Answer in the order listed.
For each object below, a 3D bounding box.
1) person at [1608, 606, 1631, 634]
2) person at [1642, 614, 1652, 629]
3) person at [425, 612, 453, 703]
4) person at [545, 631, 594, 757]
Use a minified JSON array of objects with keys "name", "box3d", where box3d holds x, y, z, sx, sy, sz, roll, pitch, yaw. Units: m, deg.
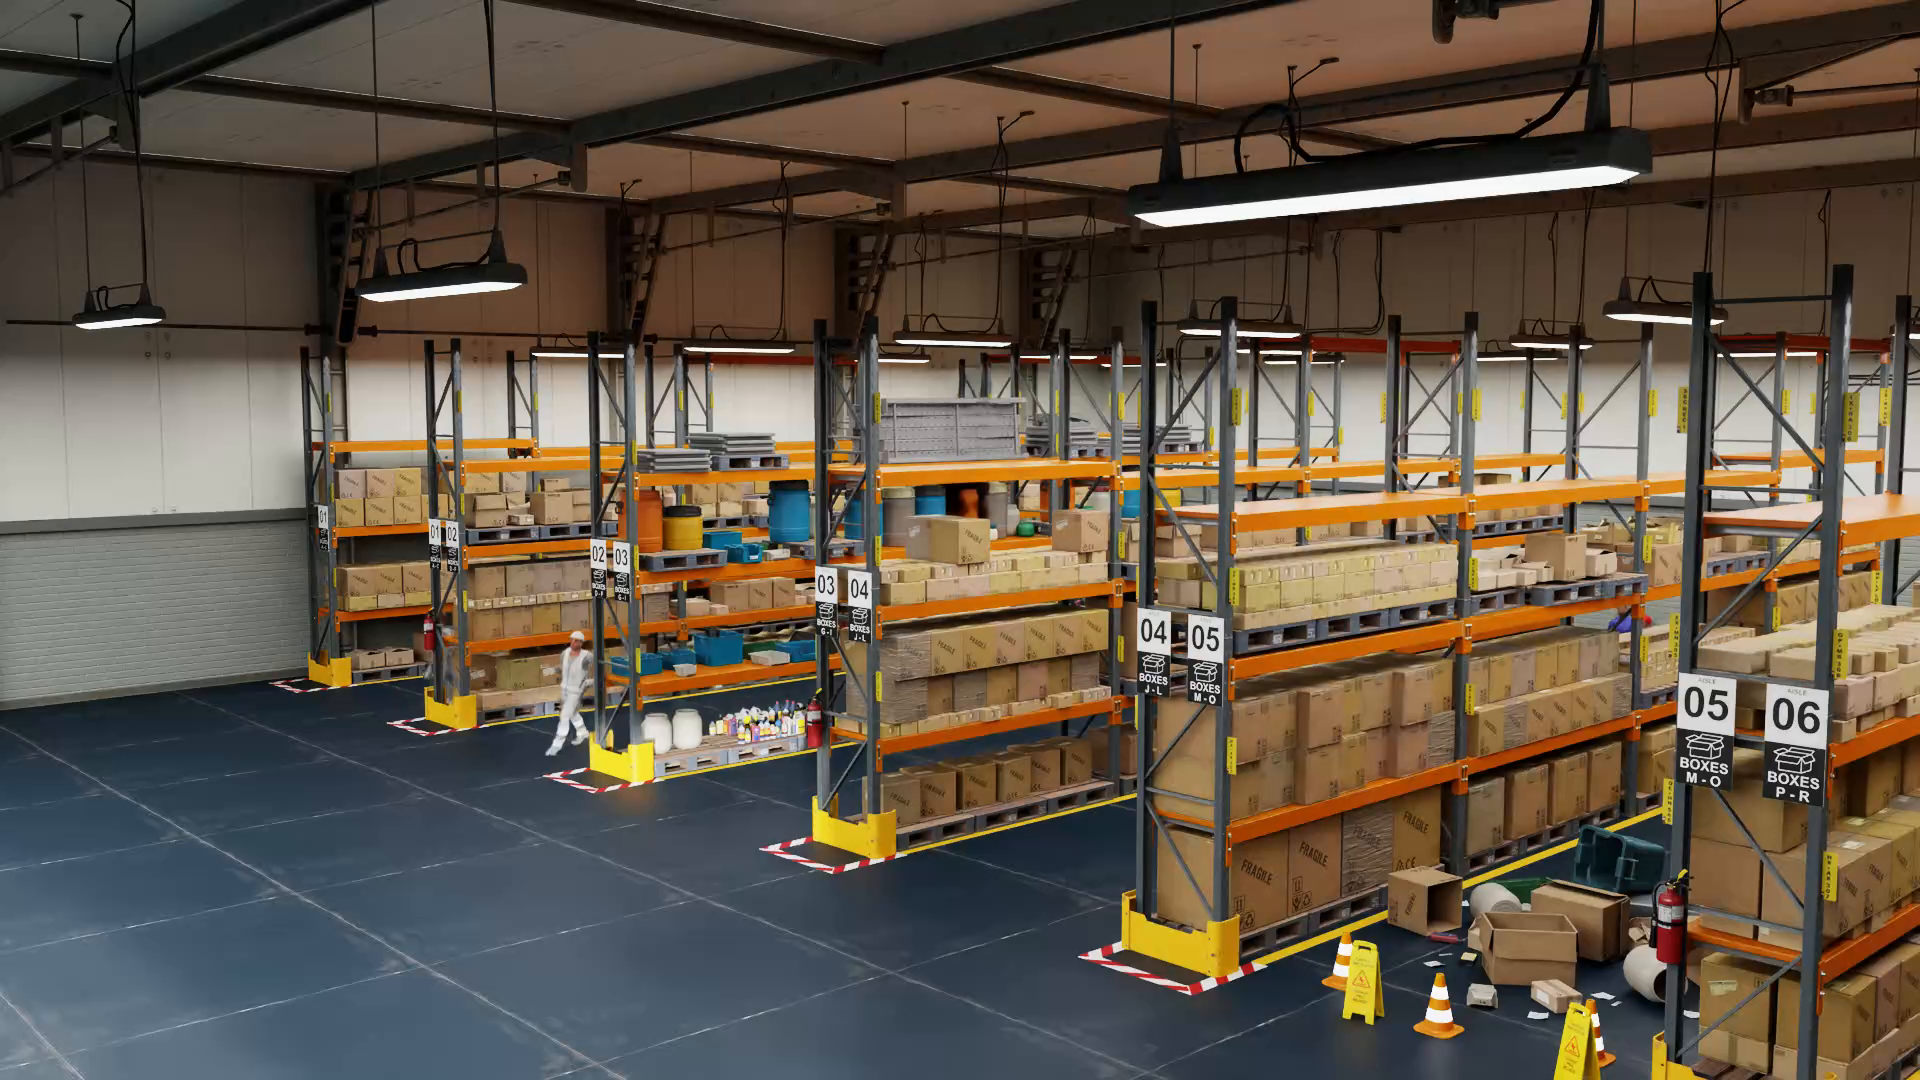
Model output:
[{"name":"person","box3d":[11.324,1.897,28.304,0.587,1.595,0.569,2,5,21]},{"name":"person","box3d":[10.474,2.053,25.421,0.779,1.851,0.616,-4,6,-35]},{"name":"person","box3d":[-8.611,1.964,27.502,0.544,1.558,0.575,3,6,35]},{"name":"person","box3d":[-5.508,2.181,23.890,0.668,1.791,0.851,3,6,34]}]
